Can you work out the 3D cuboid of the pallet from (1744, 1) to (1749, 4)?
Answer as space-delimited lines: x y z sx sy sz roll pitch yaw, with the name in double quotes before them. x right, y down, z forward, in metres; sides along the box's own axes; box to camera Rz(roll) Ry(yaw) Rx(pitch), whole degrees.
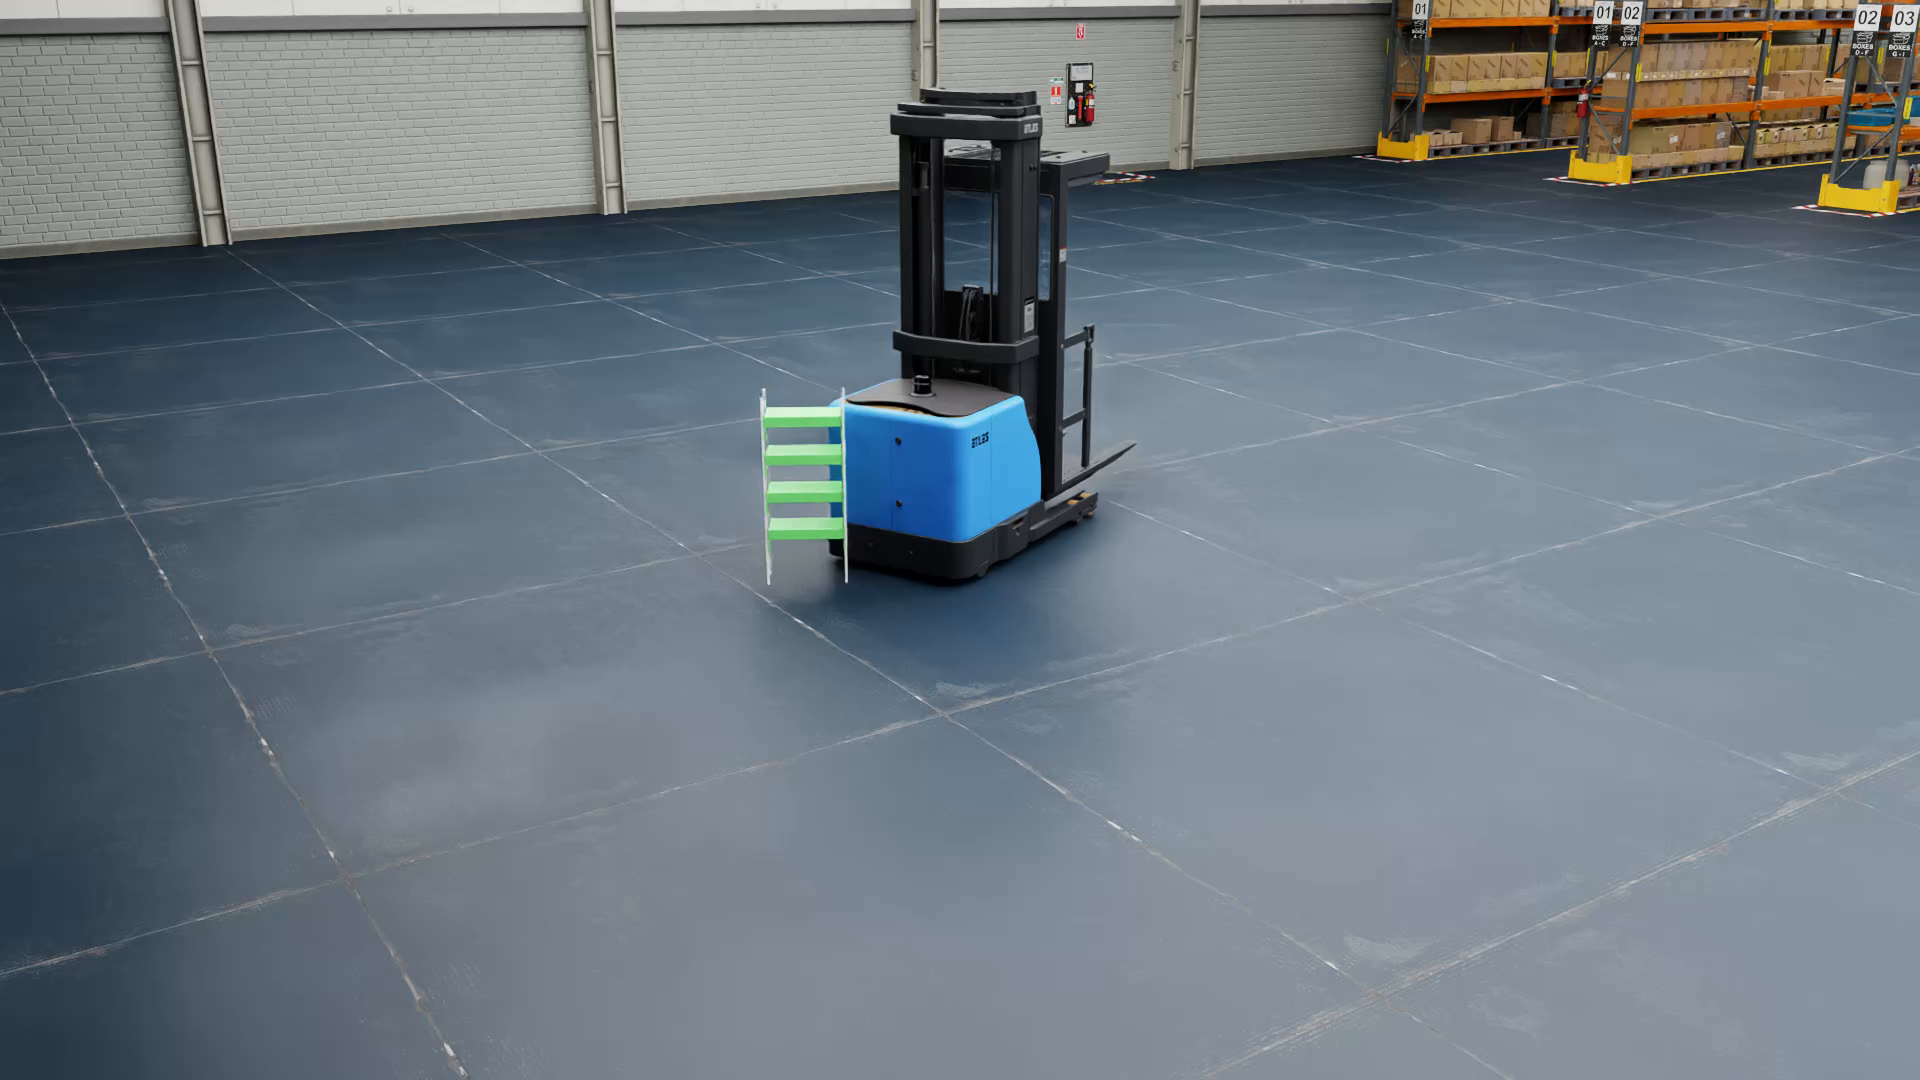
"pallet" 20.015 -13.158 40.935 1.213 0.211 1.003 -12 22 -31

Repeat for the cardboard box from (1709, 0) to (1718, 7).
"cardboard box" 13.927 -10.383 31.553 0.637 0.503 0.797 -9 21 -25

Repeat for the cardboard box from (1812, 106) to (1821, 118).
"cardboard box" 21.719 -11.118 42.696 0.500 0.500 0.700 -12 22 -32

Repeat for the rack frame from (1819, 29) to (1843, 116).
"rack frame" 22.666 -12.342 43.067 0.127 3.000 1.000 -12 22 -31

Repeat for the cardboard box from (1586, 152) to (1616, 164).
"cardboard box" 12.317 -7.269 31.700 0.500 0.250 0.500 -12 22 -31

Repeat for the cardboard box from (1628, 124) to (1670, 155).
"cardboard box" 13.018 -7.574 31.432 0.500 0.500 0.500 -12 22 -31

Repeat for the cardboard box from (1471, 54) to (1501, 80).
"cardboard box" 11.145 -10.089 35.435 0.500 0.500 0.500 -11 22 -30

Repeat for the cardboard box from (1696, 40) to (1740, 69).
"cardboard box" 14.583 -9.397 32.174 0.500 0.500 0.700 -12 22 -32

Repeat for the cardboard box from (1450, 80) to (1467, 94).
"cardboard box" 10.312 -9.558 35.037 0.500 0.250 0.500 -13 22 -33

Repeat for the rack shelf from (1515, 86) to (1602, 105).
"rack shelf" 14.315 -10.240 37.973 4.000 0.370 1.077 -12 22 -31

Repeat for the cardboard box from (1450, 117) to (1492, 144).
"cardboard box" 11.047 -8.862 35.990 0.500 0.500 0.700 -14 23 -35

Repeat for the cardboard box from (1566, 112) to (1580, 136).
"cardboard box" 13.654 -9.491 37.851 0.500 0.500 0.700 -12 22 -32

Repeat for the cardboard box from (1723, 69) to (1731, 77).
"cardboard box" 14.619 -9.017 32.064 0.250 0.149 0.380 -12 22 -32

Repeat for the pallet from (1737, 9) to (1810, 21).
"pallet" 16.101 -10.393 32.918 1.217 0.209 0.805 -13 23 -34

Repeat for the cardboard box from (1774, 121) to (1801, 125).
"cardboard box" 17.252 -8.573 34.681 0.500 0.311 0.500 -13 22 -33

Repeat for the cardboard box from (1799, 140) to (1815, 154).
"cardboard box" 17.129 -8.076 34.087 0.500 0.250 0.500 -11 22 -30

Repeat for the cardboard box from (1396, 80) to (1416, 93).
"cardboard box" 9.587 -9.596 35.149 0.500 0.250 0.500 -12 22 -31

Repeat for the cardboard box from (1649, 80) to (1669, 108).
"cardboard box" 12.864 -8.419 31.308 0.500 0.500 0.700 -11 22 -30

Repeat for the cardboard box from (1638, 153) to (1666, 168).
"cardboard box" 13.017 -7.220 31.554 0.500 0.250 0.500 -12 22 -31

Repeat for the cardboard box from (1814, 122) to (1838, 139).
"cardboard box" 17.980 -8.519 34.522 0.500 0.311 0.500 -12 22 -32

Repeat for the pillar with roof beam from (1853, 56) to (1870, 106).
"pillar with roof beam" 26.813 -14.739 40.792 0.400 9.000 9.100 -12 22 -31

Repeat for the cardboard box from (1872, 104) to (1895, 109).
"cardboard box" 20.261 -9.408 36.434 0.500 0.250 0.500 -12 22 -32

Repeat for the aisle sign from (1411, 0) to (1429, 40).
"aisle sign" 9.408 -10.662 34.040 0.004 0.787 0.394 -12 22 -31

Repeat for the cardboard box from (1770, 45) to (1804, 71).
"cardboard box" 20.400 -11.998 41.581 0.700 0.700 0.980 -13 22 -33

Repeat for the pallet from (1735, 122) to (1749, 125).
"pallet" 18.723 -10.160 40.968 1.213 0.211 1.003 -12 22 -31

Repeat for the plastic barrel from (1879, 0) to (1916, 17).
"plastic barrel" 15.088 -8.817 26.630 0.708 0.830 0.600 -12 22 -31

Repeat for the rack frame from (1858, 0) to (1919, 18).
"rack frame" 14.752 -9.716 25.932 0.127 3.000 1.000 -12 22 -31

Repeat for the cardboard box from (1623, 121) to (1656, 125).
"cardboard box" 13.142 -7.805 32.114 0.500 0.500 0.500 -12 22 -31

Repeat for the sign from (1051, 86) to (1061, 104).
"sign" 1.798 -8.343 31.185 0.234 0.329 0.001 -12 22 -31

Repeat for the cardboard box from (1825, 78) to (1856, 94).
"cardboard box" 18.385 -9.514 34.841 0.500 0.311 0.500 -10 21 -28

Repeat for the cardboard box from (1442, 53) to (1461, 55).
"cardboard box" 10.436 -10.135 35.573 0.500 0.500 0.500 -13 22 -33

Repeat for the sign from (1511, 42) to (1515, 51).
"sign" 12.336 -10.924 37.067 0.005 0.325 0.100 -12 22 -31

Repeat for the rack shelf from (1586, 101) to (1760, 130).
"rack shelf" 13.702 -8.211 31.971 4.000 0.370 1.077 -12 22 -31

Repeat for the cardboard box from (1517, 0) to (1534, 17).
"cardboard box" 11.929 -11.465 35.604 0.500 0.500 0.500 -14 23 -36

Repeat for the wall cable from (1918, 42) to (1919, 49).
"wall cable" 27.587 -14.613 45.268 0.112 2.526 3.097 -12 22 -31

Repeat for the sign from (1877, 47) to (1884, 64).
"sign" 19.021 -10.009 34.359 0.005 0.325 0.100 -12 22 -31

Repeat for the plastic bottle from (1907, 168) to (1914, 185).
"plastic bottle" 16.330 -6.245 28.587 0.133 0.283 0.061 -12 22 -31

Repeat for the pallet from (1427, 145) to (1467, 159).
"pallet" 10.065 -8.350 35.613 1.213 0.211 1.003 -12 22 -31

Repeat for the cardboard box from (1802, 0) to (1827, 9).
"cardboard box" 17.002 -10.773 33.322 0.500 0.250 0.500 -14 23 -36

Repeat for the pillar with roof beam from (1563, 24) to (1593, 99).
"pillar with roof beam" 16.791 -12.626 34.540 0.400 9.000 9.100 -12 22 -31

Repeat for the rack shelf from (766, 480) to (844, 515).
"rack shelf" -0.961 -0.269 10.367 0.480 0.148 0.258 -1 19 -2

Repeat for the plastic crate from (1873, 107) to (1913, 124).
"plastic crate" 15.551 -7.084 27.748 0.408 0.251 0.499 -12 22 -31

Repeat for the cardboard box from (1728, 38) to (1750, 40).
"cardboard box" 18.644 -11.952 40.092 0.500 0.250 0.500 -11 22 -30

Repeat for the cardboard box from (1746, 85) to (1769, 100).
"cardboard box" 15.759 -8.931 33.213 0.500 0.250 0.500 -10 21 -28

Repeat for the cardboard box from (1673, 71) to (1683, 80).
"cardboard box" 13.339 -8.748 31.267 0.250 0.149 0.380 -13 23 -33

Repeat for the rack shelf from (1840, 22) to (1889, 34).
"rack shelf" 20.383 -11.041 35.659 4.000 0.370 1.077 -12 22 -31

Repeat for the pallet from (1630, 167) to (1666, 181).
"pallet" 12.647 -7.024 31.692 1.213 0.211 1.003 -12 22 -31

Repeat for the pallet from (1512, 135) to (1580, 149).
"pallet" 13.294 -9.045 37.669 1.213 0.211 1.003 -12 22 -31

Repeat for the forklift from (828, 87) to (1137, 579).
"forklift" 0.319 -1.570 11.311 1.130 2.935 3.031 10 21 28

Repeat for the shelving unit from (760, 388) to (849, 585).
"shelving unit" -0.961 -0.330 10.347 0.503 1.200 0.258 -1 19 -2
